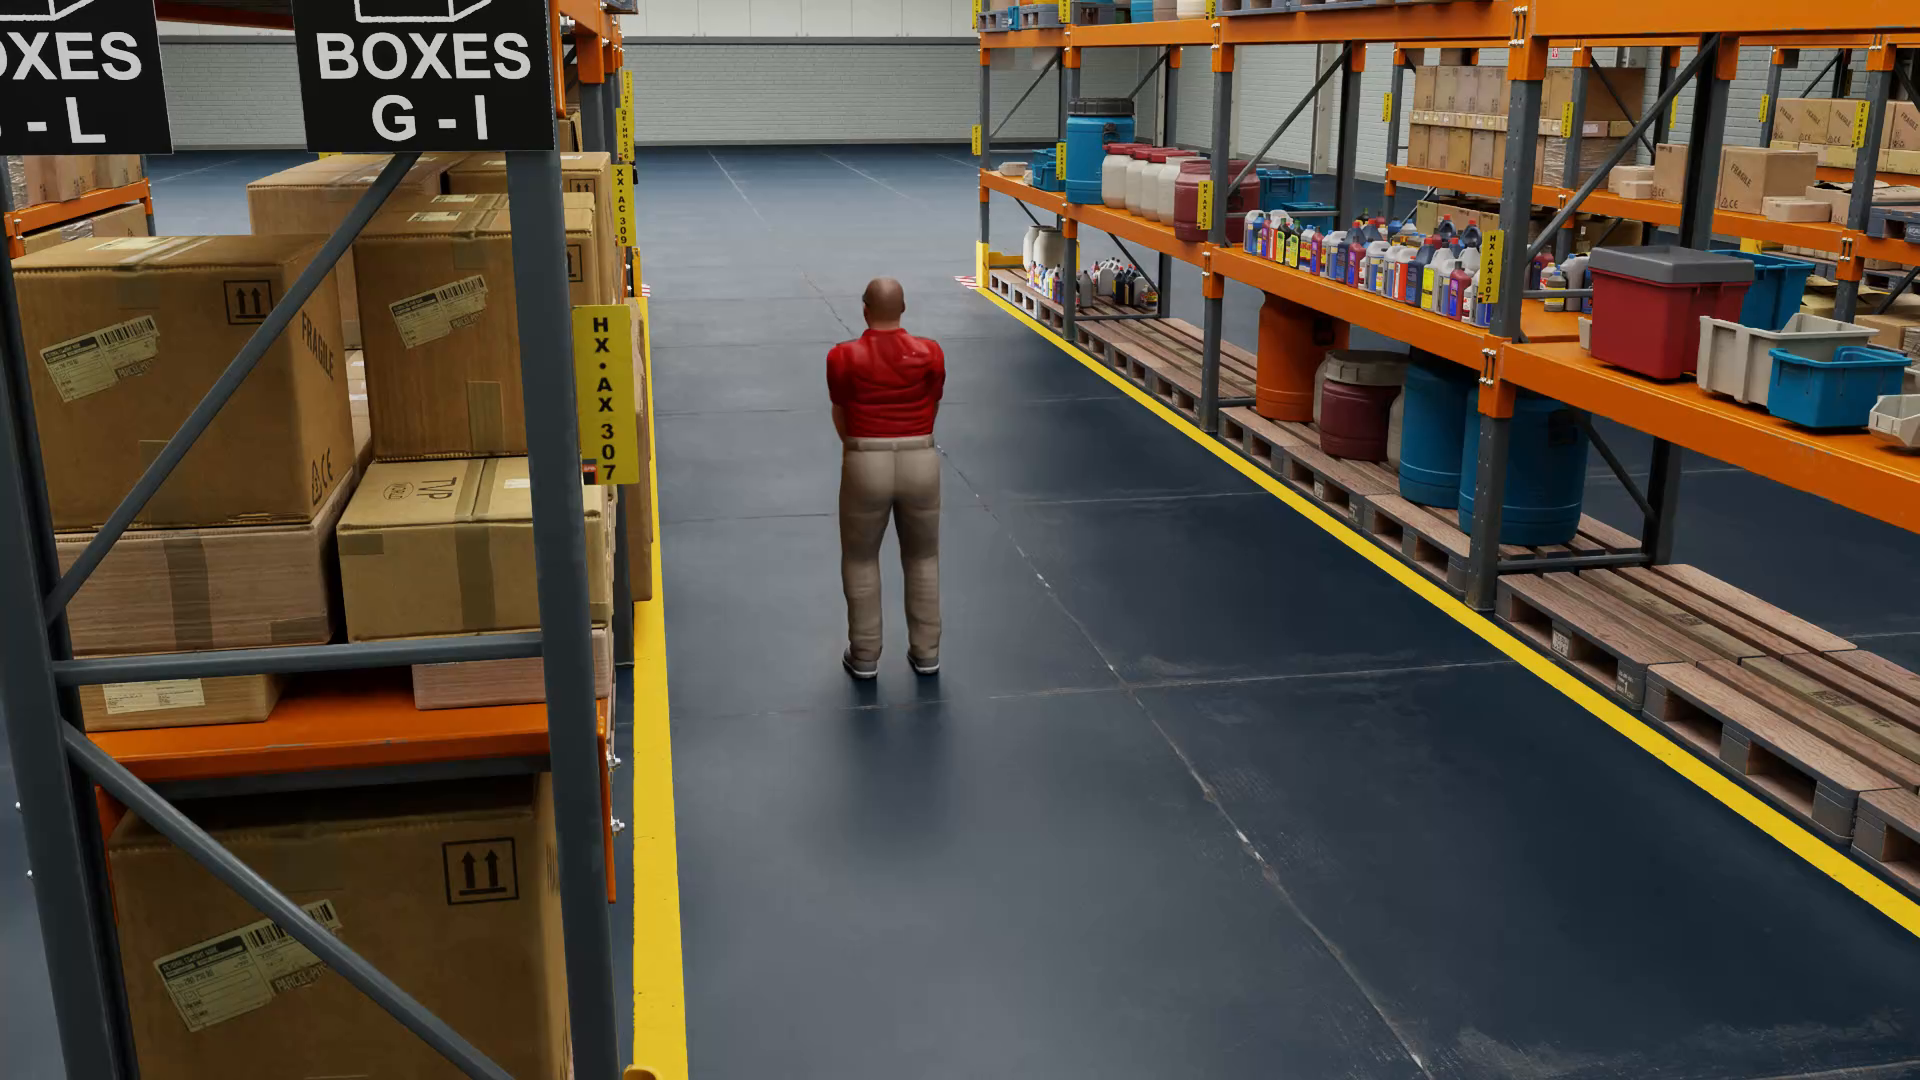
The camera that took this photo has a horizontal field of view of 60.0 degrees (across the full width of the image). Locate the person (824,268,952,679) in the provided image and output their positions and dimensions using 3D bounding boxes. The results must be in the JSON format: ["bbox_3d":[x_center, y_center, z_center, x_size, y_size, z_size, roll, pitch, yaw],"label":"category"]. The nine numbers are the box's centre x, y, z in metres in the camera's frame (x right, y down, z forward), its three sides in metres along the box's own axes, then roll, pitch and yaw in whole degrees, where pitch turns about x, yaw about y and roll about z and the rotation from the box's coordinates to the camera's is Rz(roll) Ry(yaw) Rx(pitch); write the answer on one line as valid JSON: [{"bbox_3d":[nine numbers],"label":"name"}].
[{"bbox_3d":[-0.311,-0.285,7.025,0.533,1.733,0.458,-3,17,-11],"label":"person"}]
